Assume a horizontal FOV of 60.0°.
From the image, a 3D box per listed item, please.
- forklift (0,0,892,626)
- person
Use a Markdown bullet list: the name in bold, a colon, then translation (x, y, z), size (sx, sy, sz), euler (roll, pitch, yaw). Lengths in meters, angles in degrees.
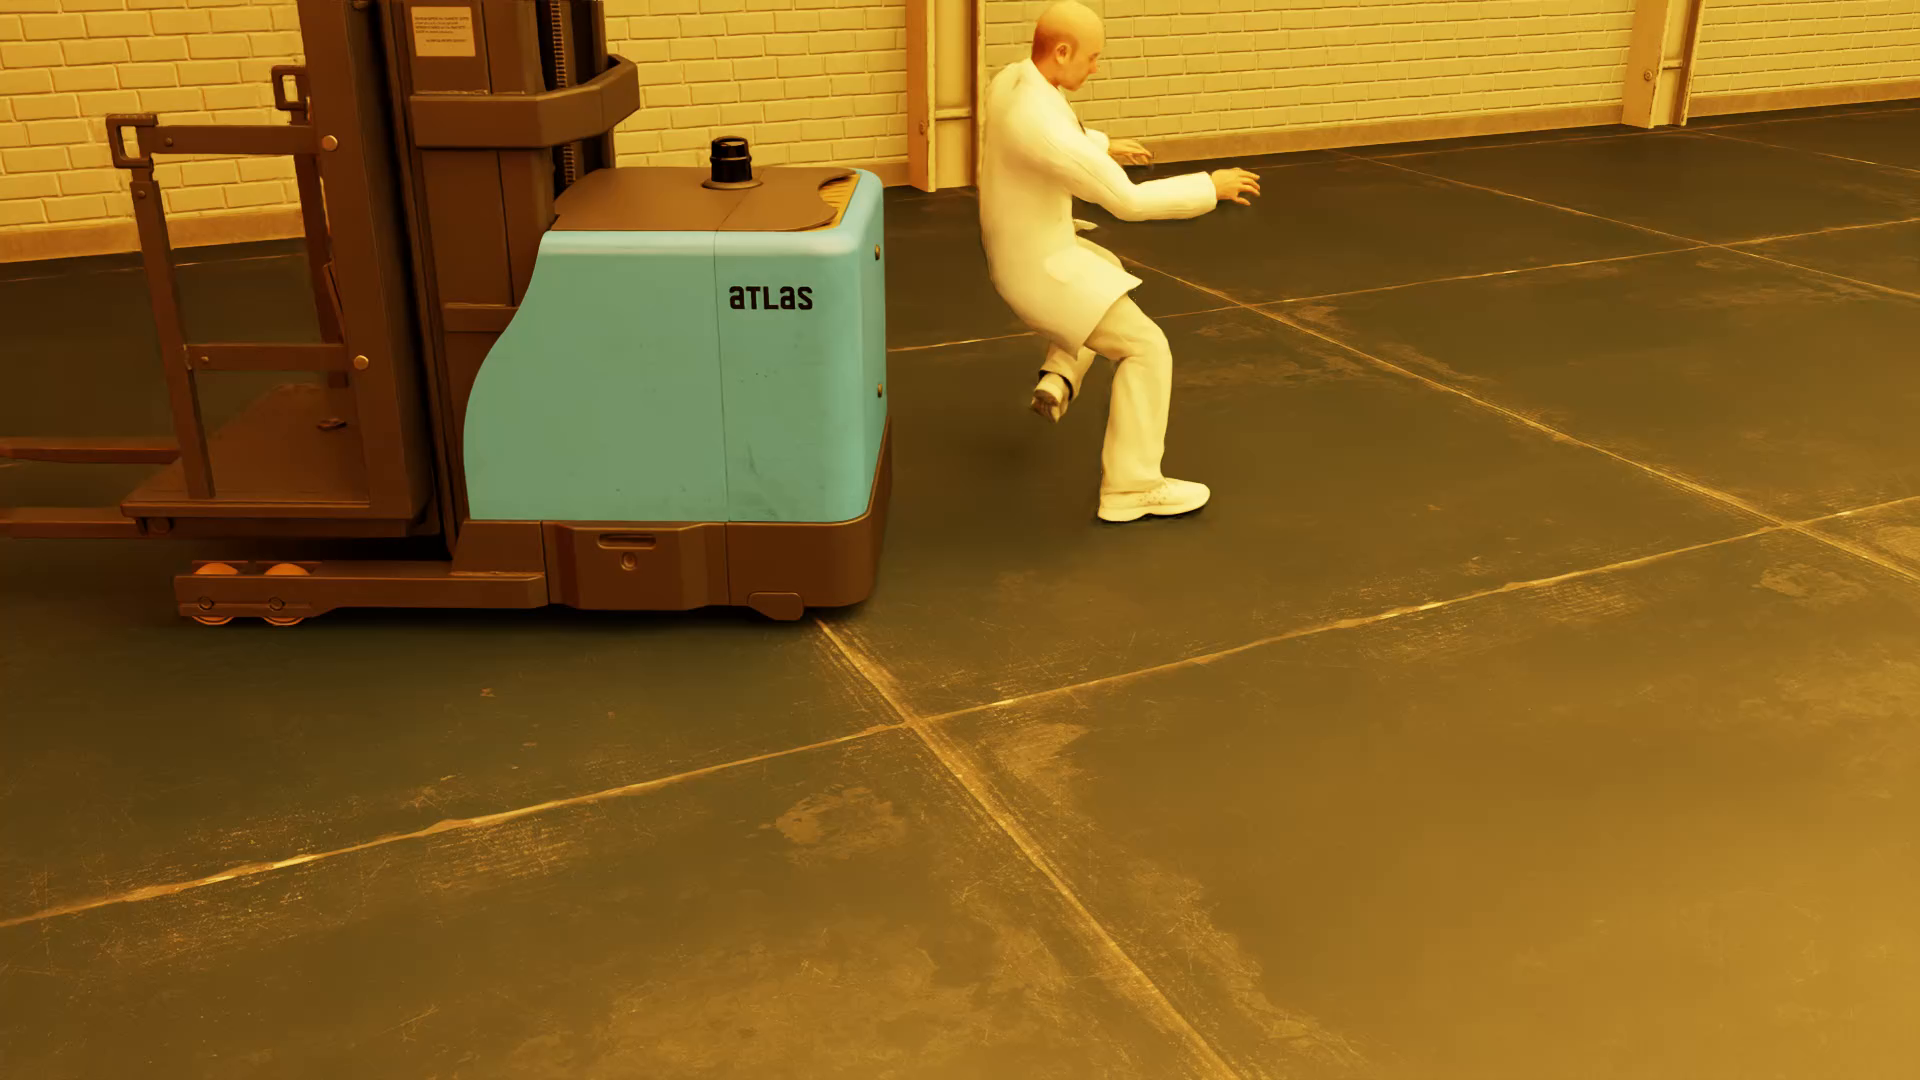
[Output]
- **forklift**: translation (-1.744, -1.320, 4.465), size (3.031, 2.935, 1.130), euler (1, 23, 1)
- **person**: translation (0.484, -0.938, 5.353), size (0.818, 1.539, 0.912), euler (-4, 23, -10)
